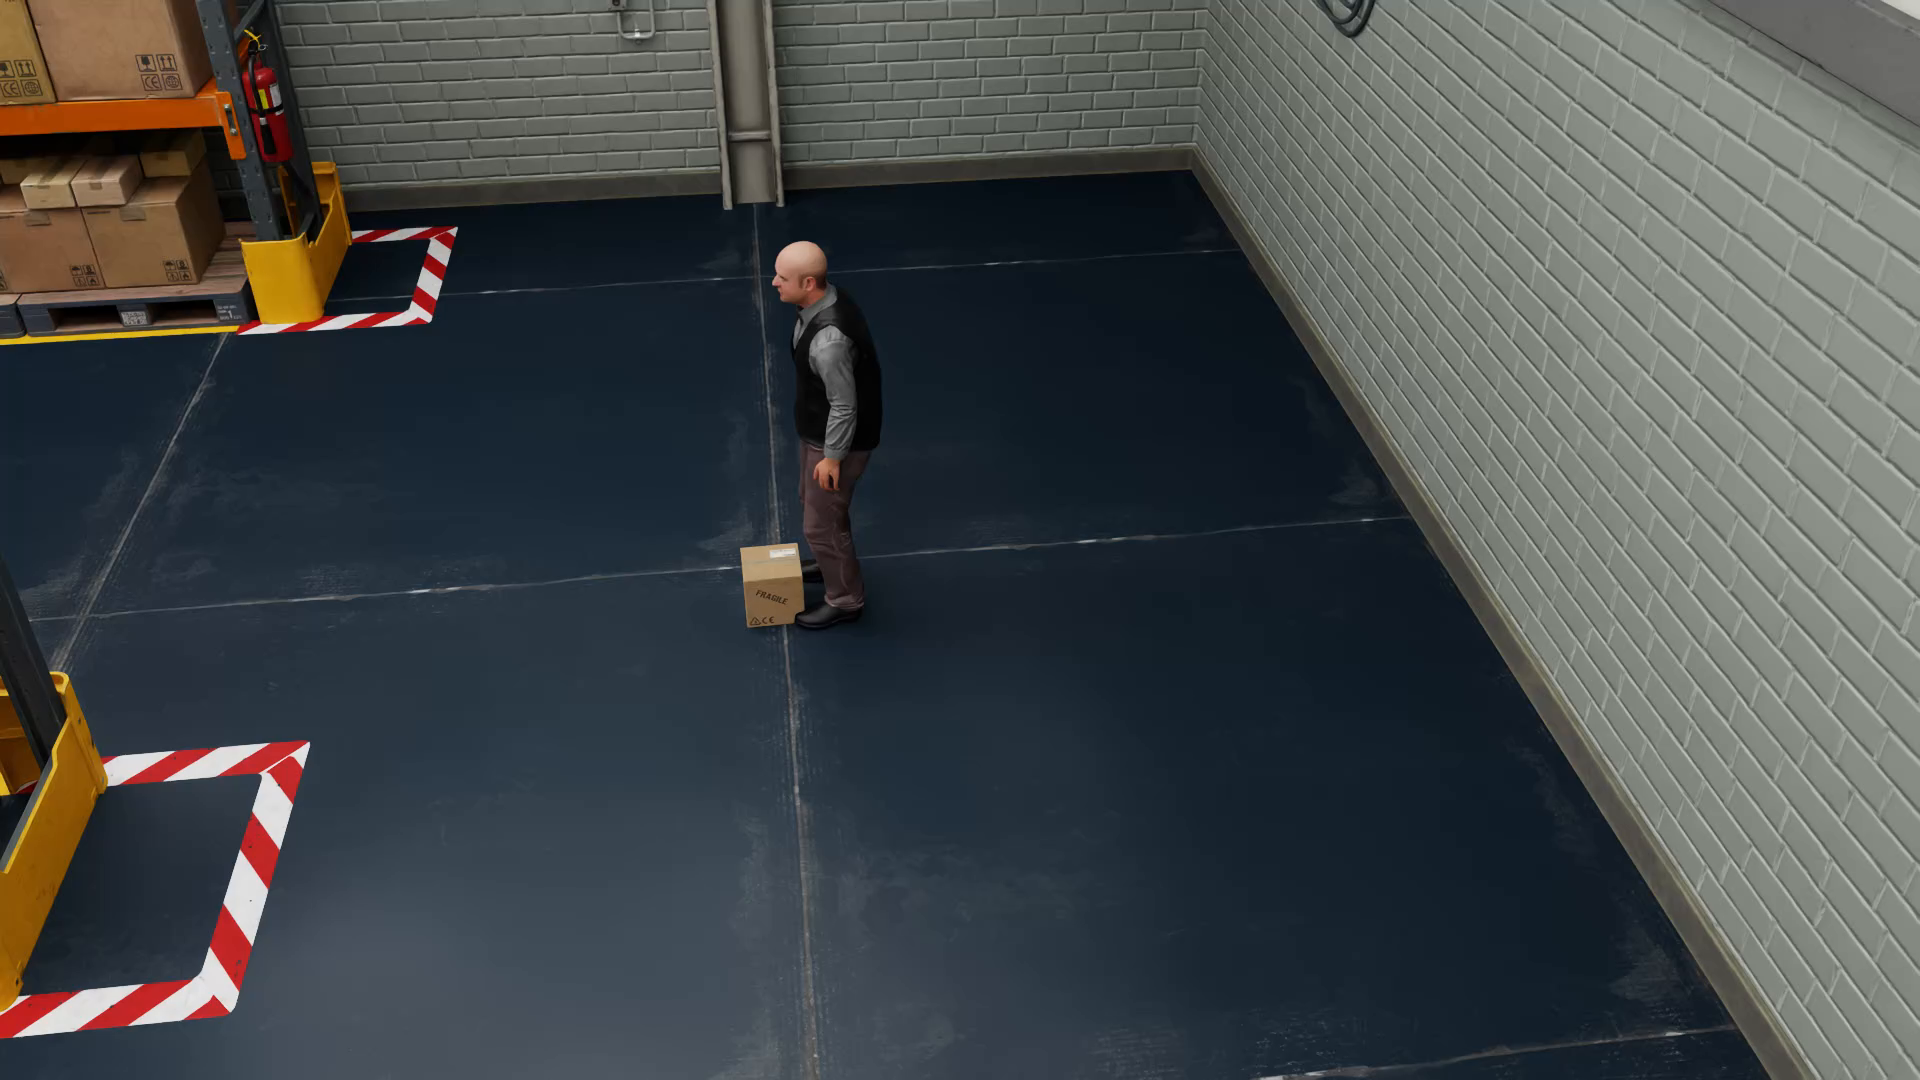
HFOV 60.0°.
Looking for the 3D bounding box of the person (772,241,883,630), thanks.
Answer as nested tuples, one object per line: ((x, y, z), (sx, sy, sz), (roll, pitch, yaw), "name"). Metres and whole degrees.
((-0.528, -0.393, 6.827), (0.424, 1.617, 0.583), (-6, 35, -9), "person")
